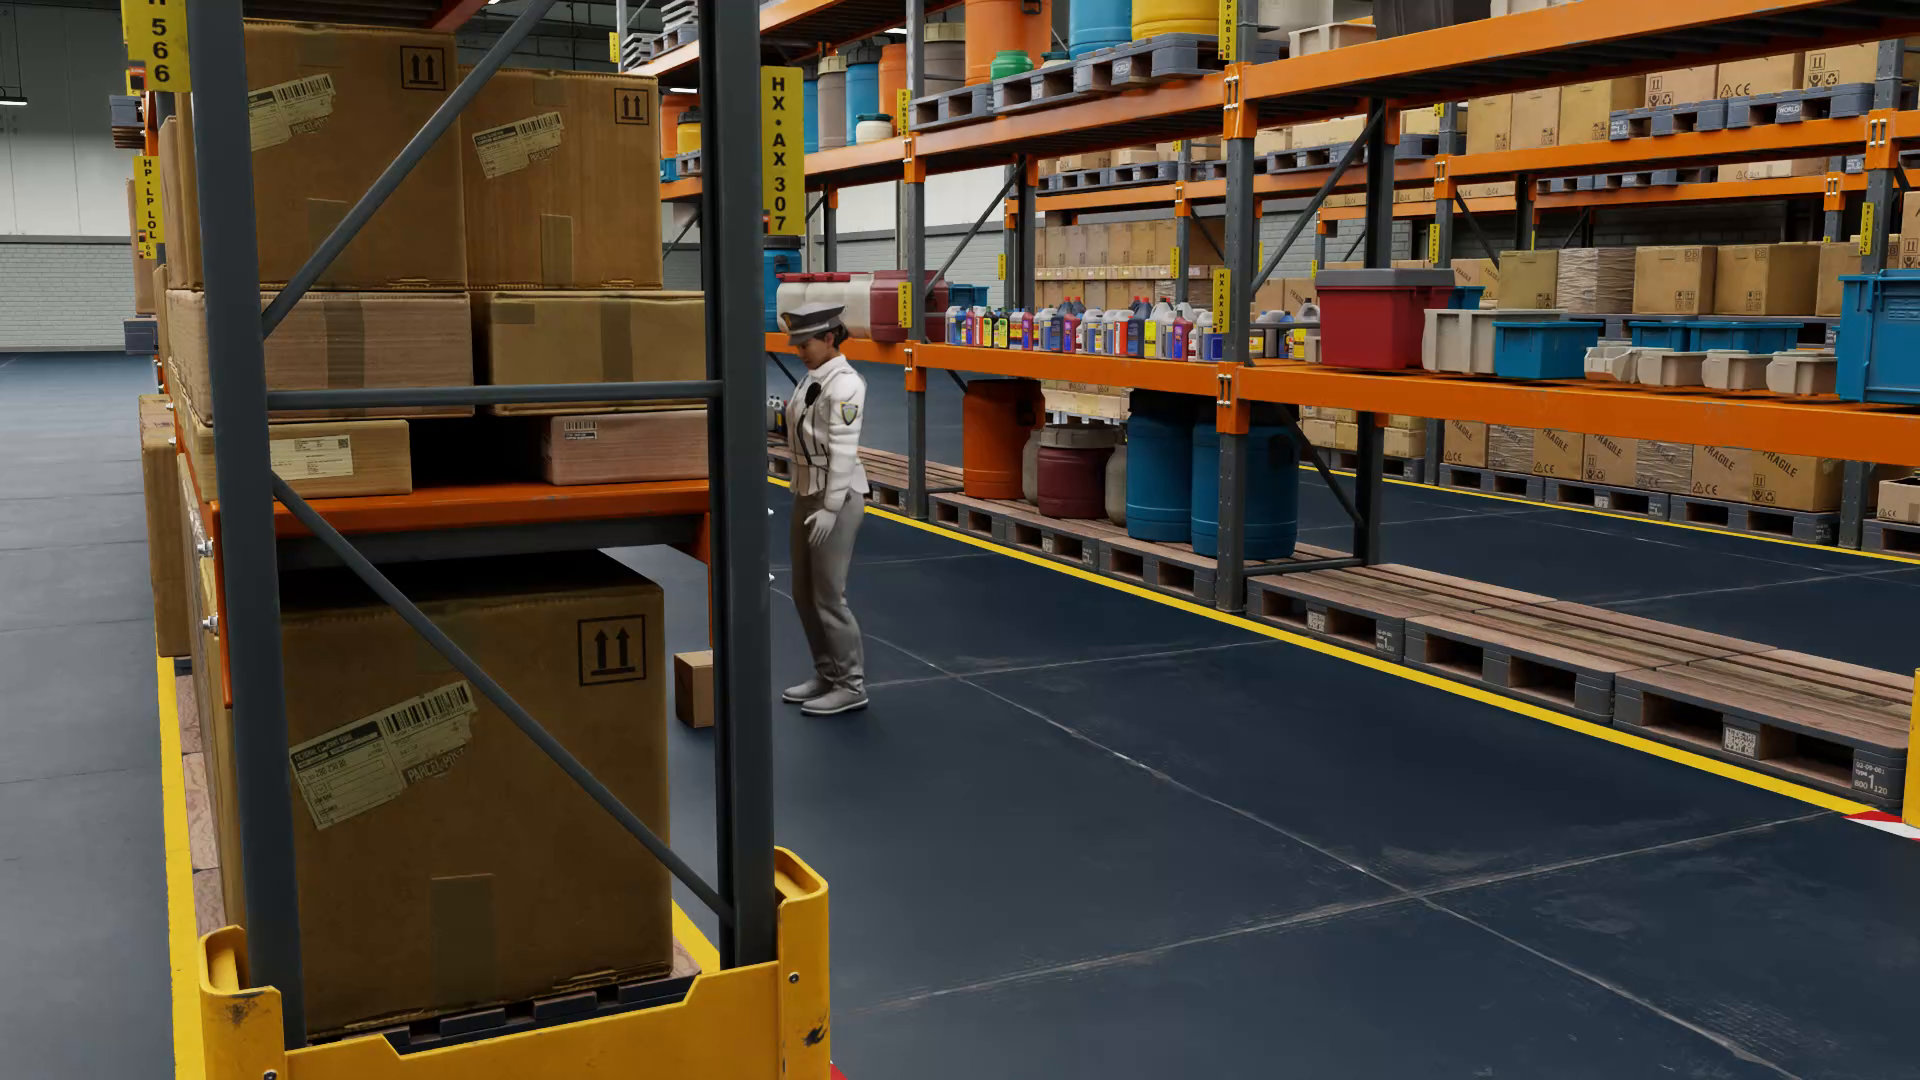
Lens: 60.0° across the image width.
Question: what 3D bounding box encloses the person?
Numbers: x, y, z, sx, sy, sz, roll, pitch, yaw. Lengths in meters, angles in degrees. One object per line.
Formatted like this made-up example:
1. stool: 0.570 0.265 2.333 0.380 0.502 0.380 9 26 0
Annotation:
1. person: -0.544 -0.129 6.740 0.338 1.659 0.476 -4 10 -25
